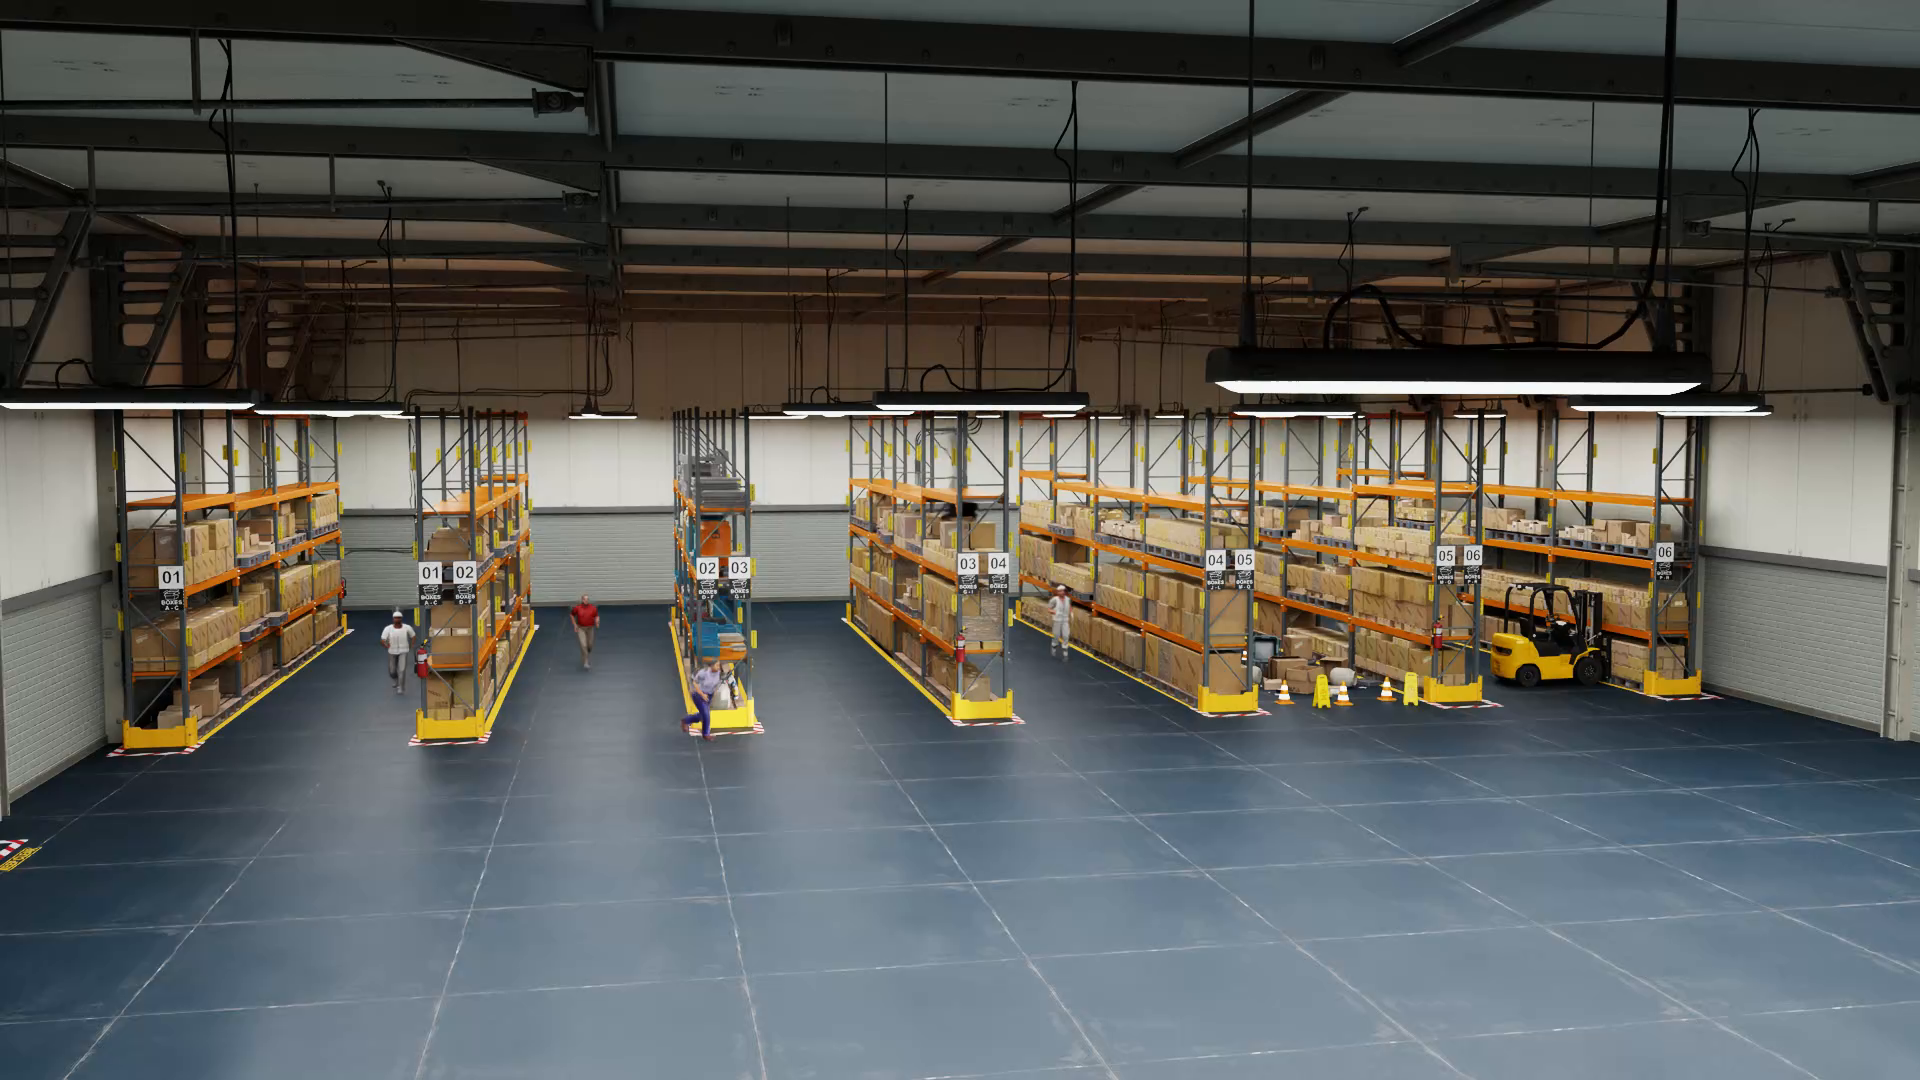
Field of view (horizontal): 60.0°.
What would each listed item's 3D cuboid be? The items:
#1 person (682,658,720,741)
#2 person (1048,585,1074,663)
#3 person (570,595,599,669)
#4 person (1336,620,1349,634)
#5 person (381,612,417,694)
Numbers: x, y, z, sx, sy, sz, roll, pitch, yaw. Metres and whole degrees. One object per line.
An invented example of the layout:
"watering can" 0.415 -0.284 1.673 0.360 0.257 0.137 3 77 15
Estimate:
"person" -4.670 2.849 30.023 0.920 1.515 0.607 3 5 36
"person" 2.416 1.993 39.921 0.680 1.839 0.842 -1 4 -16
"person" -8.787 2.120 38.948 0.648 1.706 0.847 -2 4 -22
"person" 10.015 1.793 43.033 0.663 1.744 0.594 -1 4 -14
"person" -11.827 2.369 35.048 0.714 1.733 0.791 -1 4 -15
